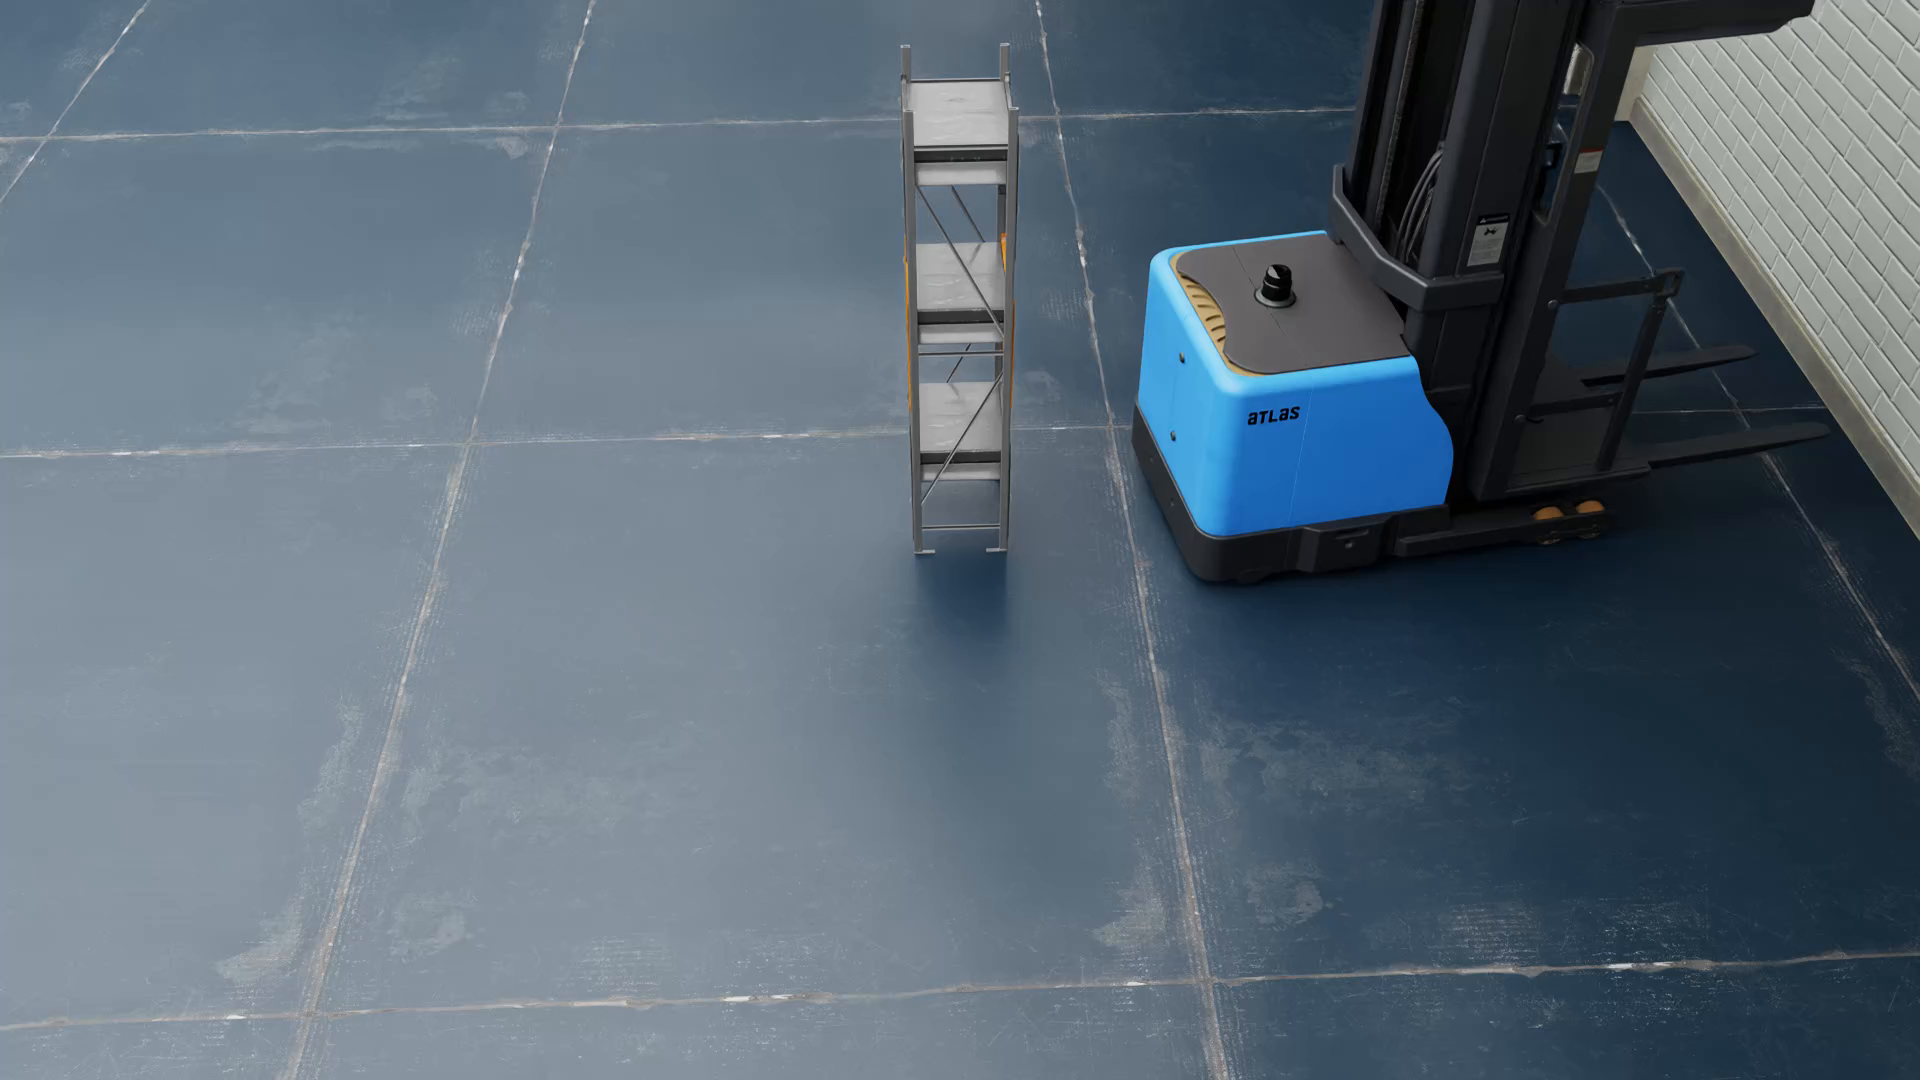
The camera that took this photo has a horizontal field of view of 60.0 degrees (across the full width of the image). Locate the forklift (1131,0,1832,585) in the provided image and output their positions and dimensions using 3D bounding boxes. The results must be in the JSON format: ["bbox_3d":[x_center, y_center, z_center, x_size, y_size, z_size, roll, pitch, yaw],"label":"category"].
[{"bbox_3d":[2.358,-1.403,6.612,3.031,2.935,1.130,-8,43,-9],"label":"forklift"}]

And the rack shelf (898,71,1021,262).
[{"bbox_3d":[-0.007,-1.392,6.199,0.431,0.518,0.480,-2,43,-2],"label":"rack shelf"}]

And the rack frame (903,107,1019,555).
[{"bbox_3d":[0.003,-0.721,6.483,0.400,2.100,0.015,-2,43,-2],"label":"rack frame"}]

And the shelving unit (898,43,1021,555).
[{"bbox_3d":[-0.007,-0.886,6.662,0.431,2.100,0.503,-2,43,-2],"label":"shelving unit"}]

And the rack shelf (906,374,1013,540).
[{"bbox_3d":[-0.007,-0.360,7.145,0.431,0.518,0.480,-2,43,-2],"label":"rack shelf"}]

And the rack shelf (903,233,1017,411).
[{"bbox_3d":[-0.007,-0.876,6.672,0.431,0.518,0.480,-2,43,-2],"label":"rack shelf"}]

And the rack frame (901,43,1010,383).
[{"bbox_3d":[-0.017,-1.051,6.842,0.400,2.100,0.015,-2,43,-2],"label":"rack frame"}]

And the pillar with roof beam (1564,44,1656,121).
[{"bbox_3d":[-0.404,-5.848,6.971,9.100,9.000,0.400,-2,43,-2],"label":"pillar with roof beam"}]
